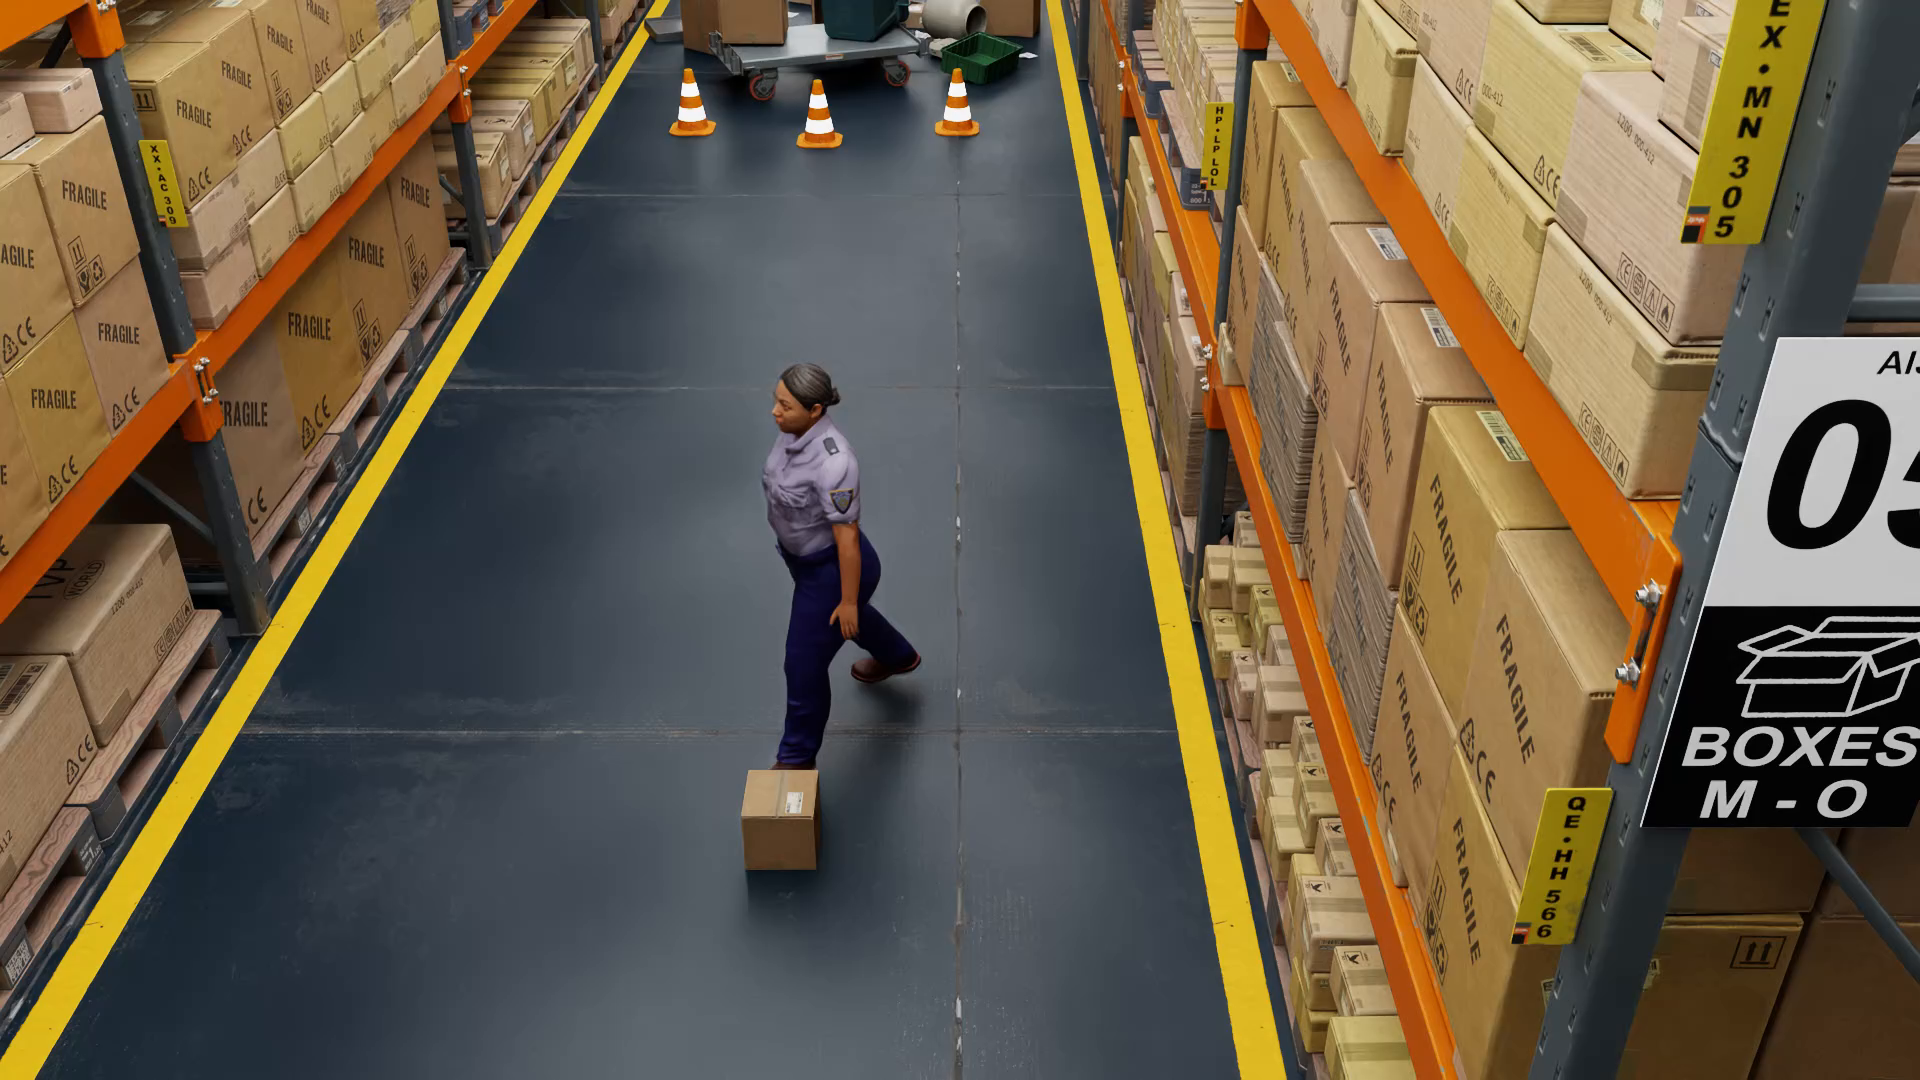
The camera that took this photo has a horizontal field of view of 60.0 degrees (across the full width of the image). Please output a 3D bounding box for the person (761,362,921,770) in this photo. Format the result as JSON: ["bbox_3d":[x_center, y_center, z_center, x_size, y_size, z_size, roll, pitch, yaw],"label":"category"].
[{"bbox_3d":[-0.477,0.063,6.046,0.859,1.613,0.657,-14,34,-21],"label":"person"}]
